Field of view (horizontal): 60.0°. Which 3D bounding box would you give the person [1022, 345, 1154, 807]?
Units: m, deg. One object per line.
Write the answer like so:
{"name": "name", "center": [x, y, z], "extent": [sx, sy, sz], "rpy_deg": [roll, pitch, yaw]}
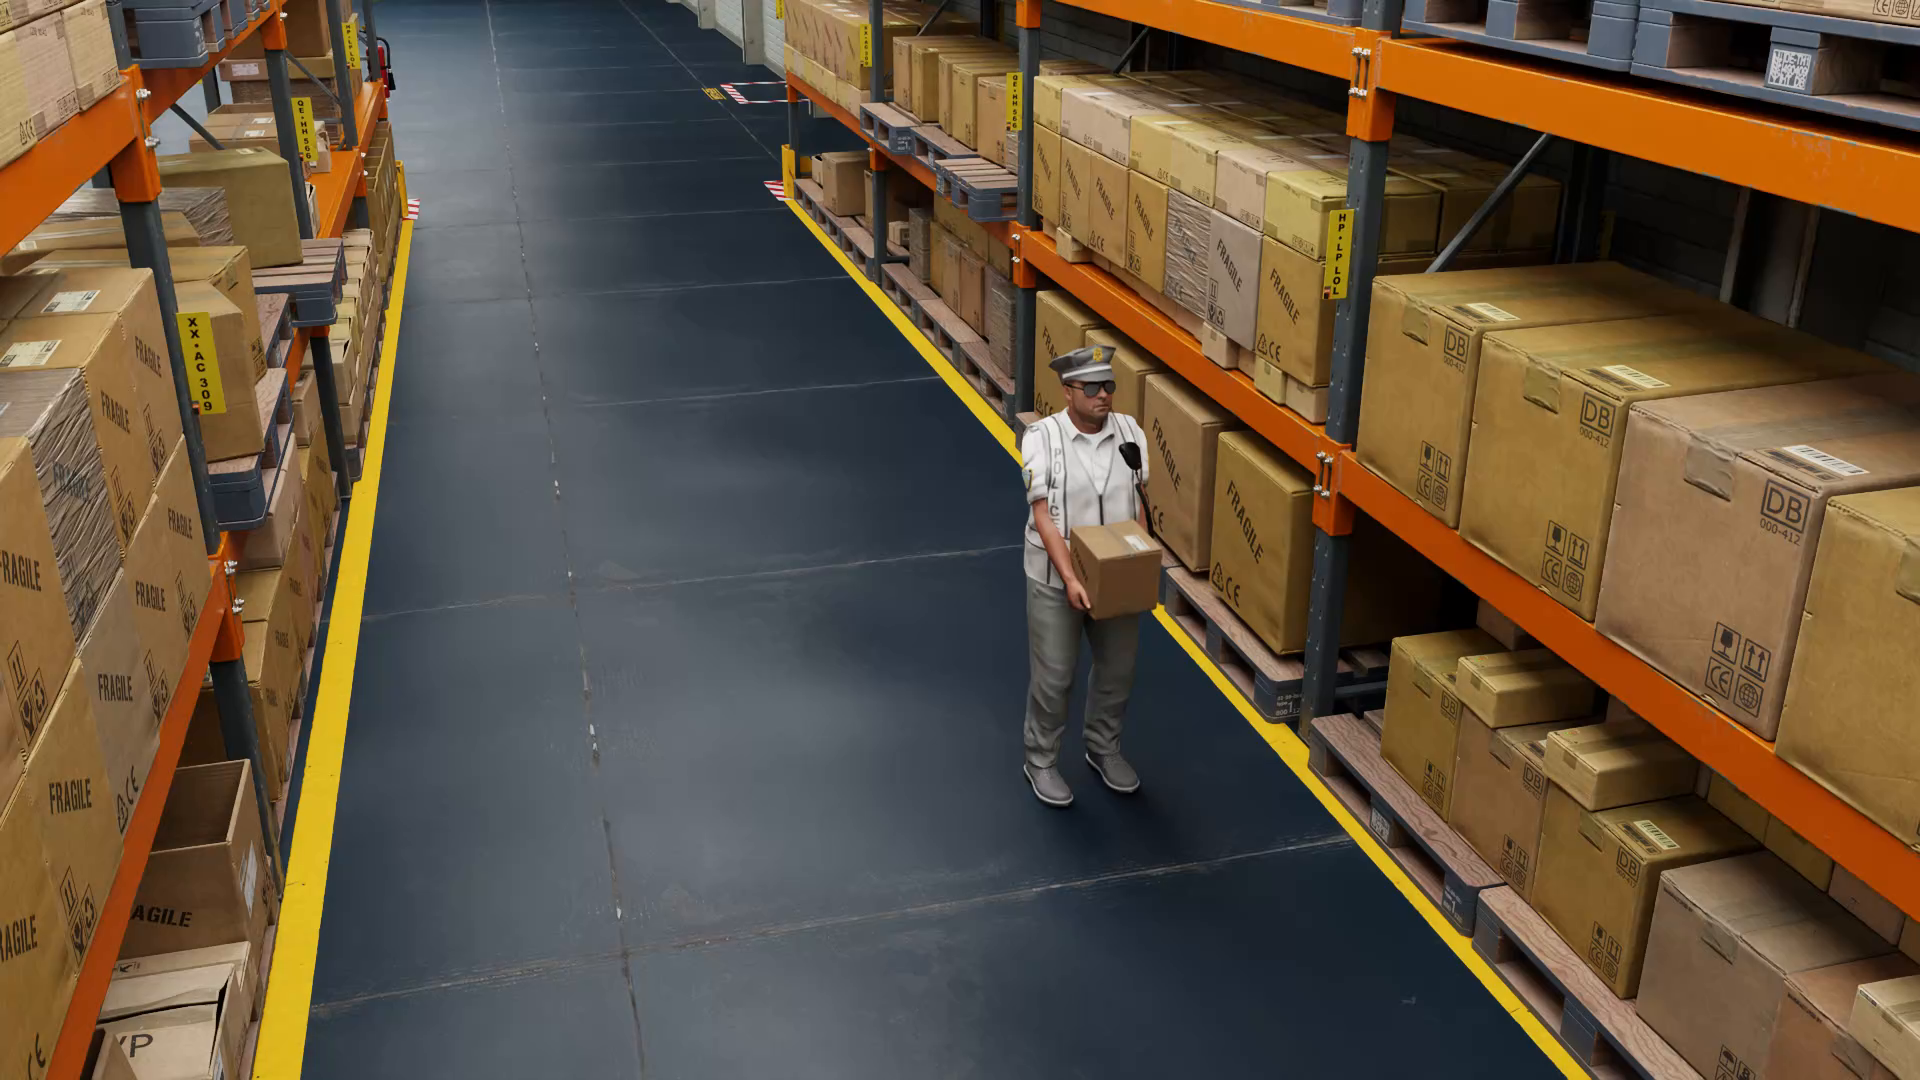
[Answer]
{"name": "person", "center": [0.500, 0.149, 6.205], "extent": [0.493, 1.767, 0.566], "rpy_deg": [-8, 24, -19]}
